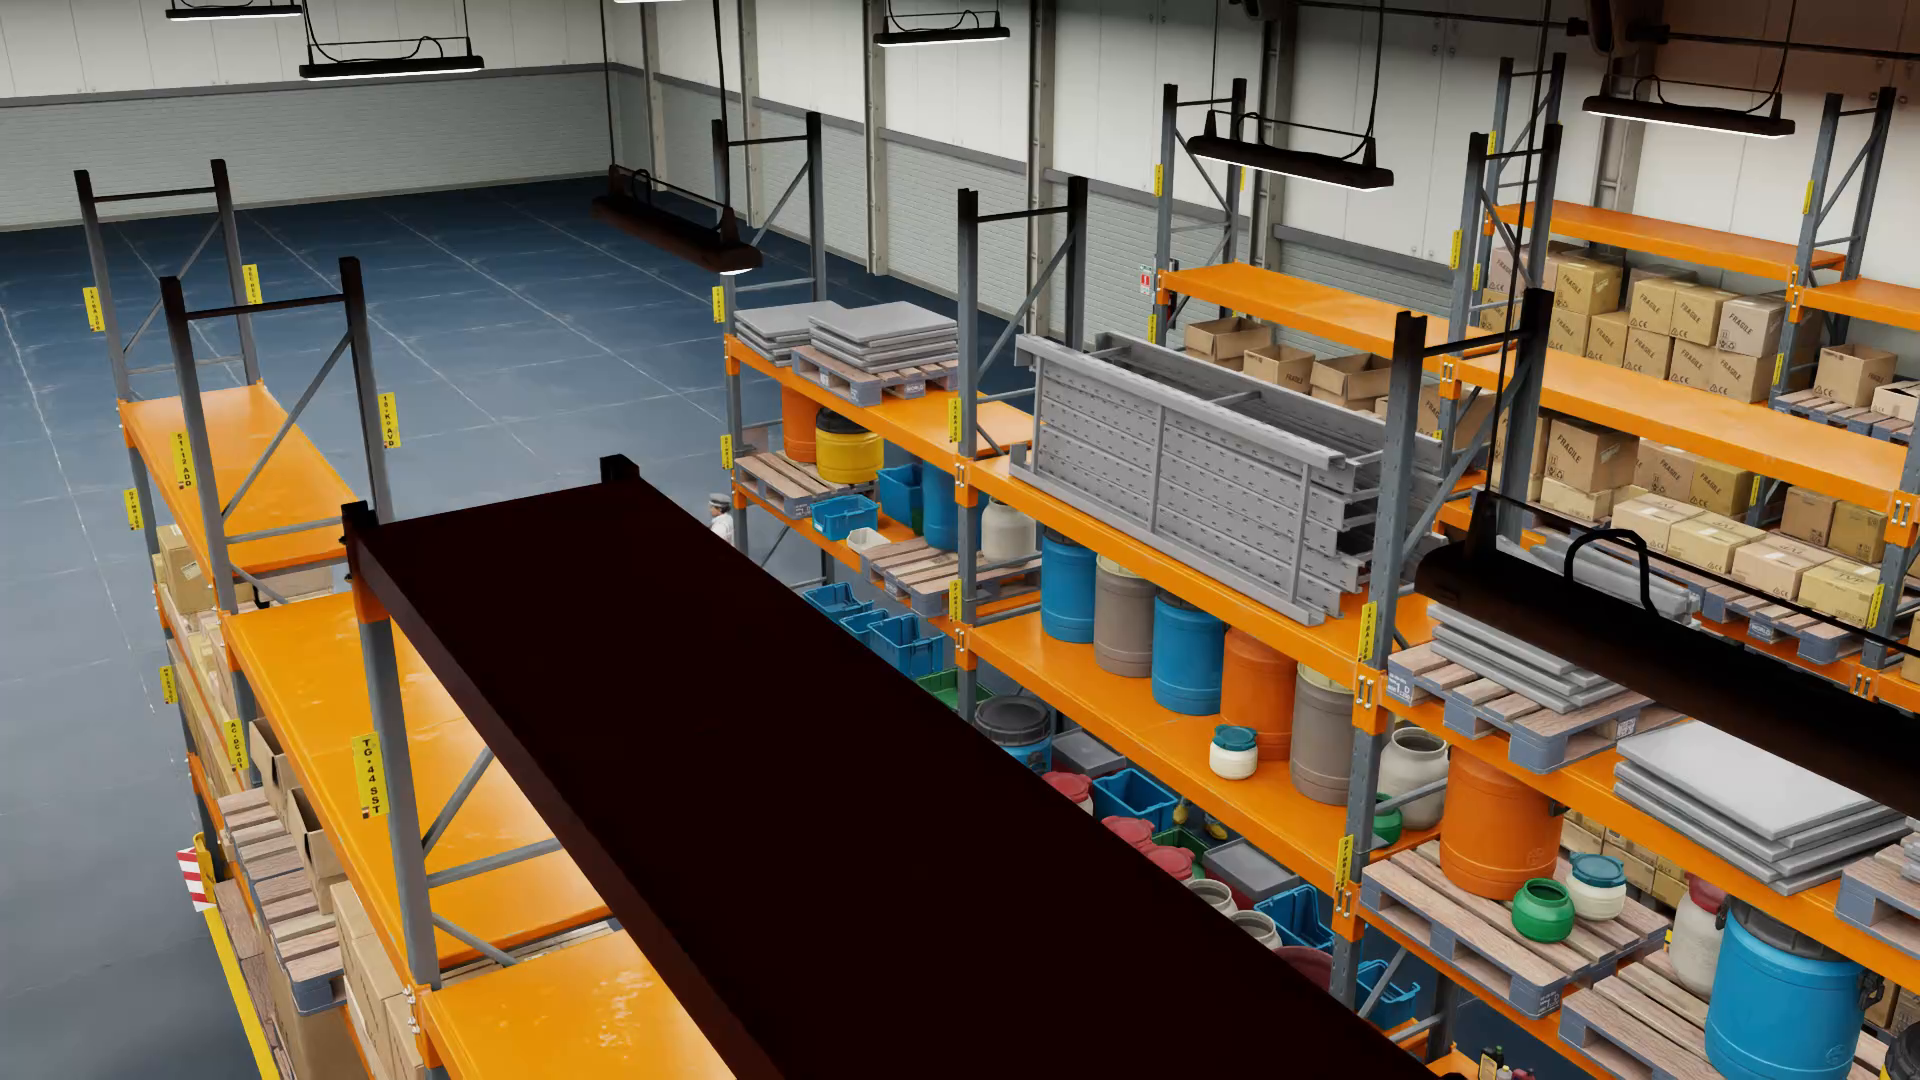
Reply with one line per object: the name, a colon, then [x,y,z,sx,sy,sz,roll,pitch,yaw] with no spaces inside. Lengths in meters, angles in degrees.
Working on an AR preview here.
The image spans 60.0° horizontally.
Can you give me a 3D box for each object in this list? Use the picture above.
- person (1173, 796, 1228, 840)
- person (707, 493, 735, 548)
person: [2.219,1.784,14.584,0.610,1.756,0.548,-6,23,-15]
person: [-2.634,0.267,18.470,0.750,1.655,0.535,1,22,2]
